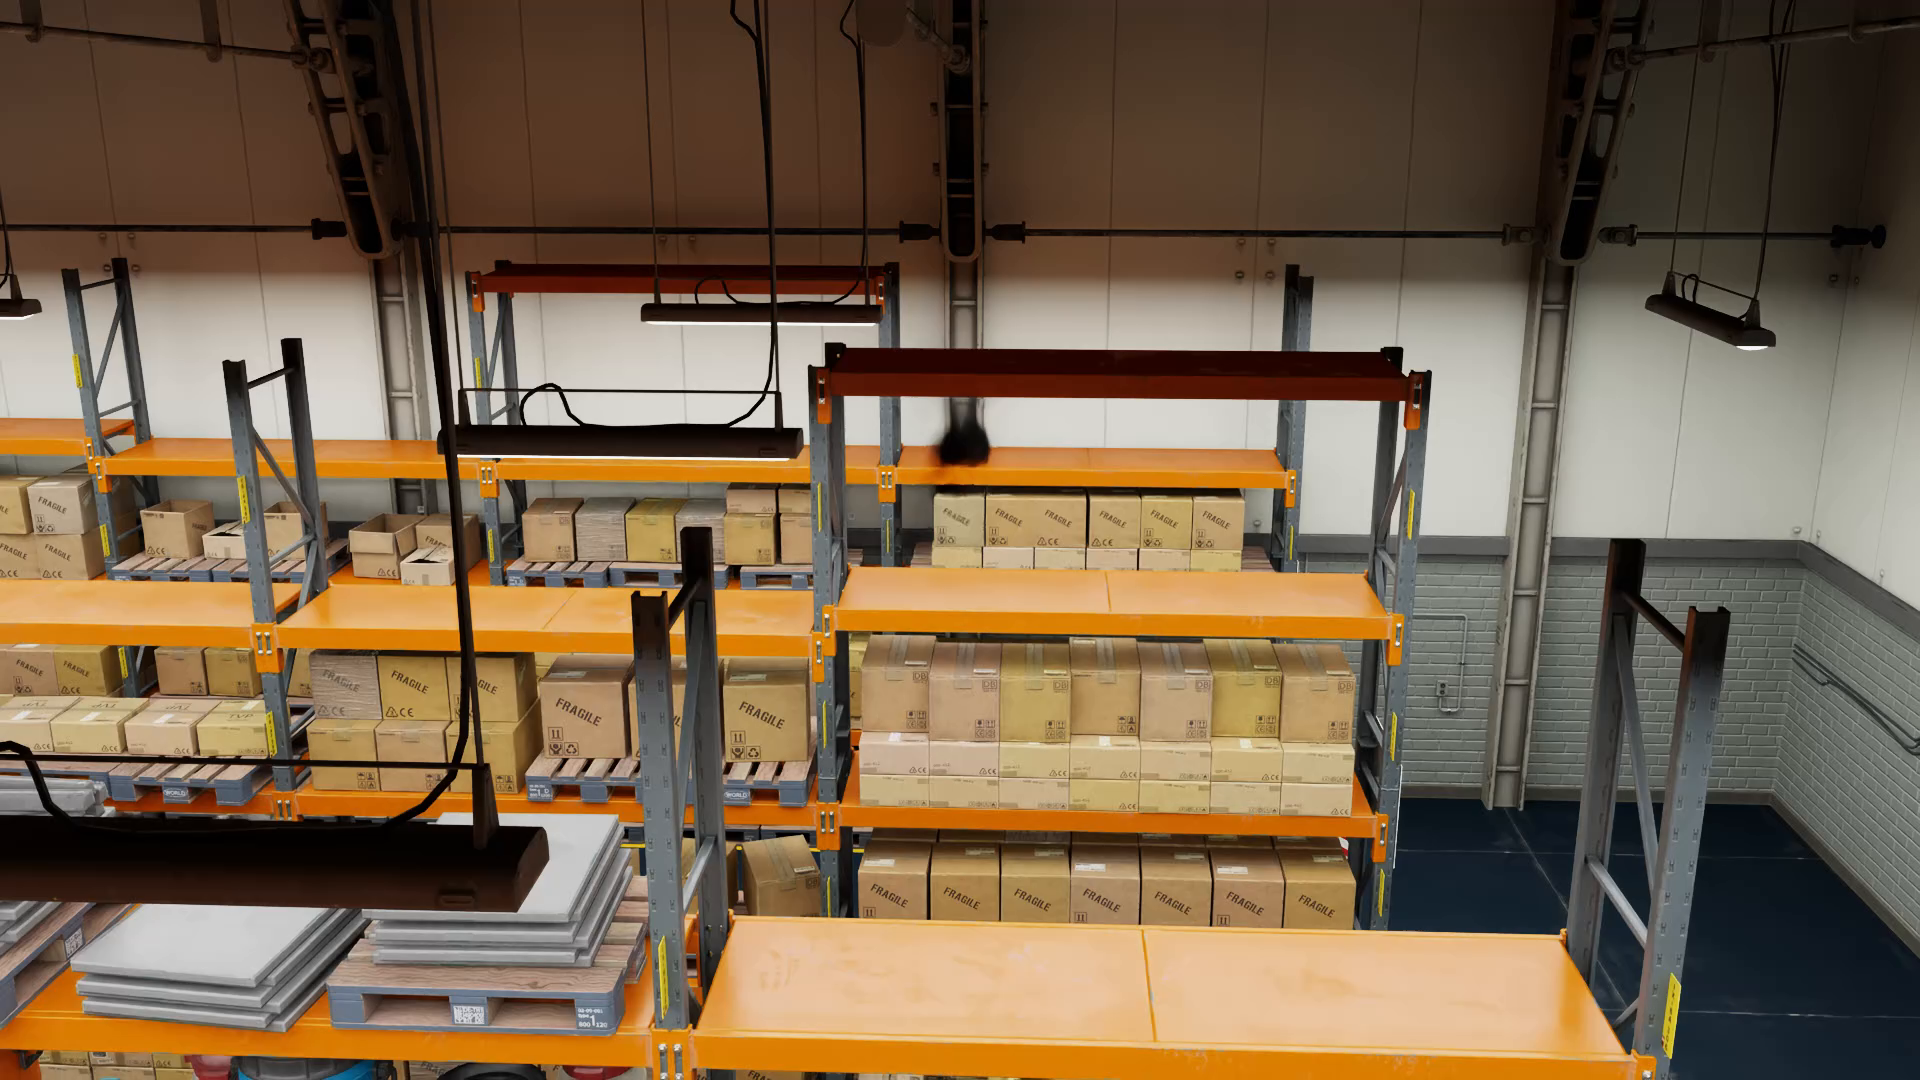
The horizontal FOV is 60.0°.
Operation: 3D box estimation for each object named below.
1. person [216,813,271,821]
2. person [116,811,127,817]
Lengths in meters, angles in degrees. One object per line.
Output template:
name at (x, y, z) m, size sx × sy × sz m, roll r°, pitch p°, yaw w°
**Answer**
person at (-6.942, 2.798, 16.167) m, size 0.774 × 1.536 × 0.520 m, roll -1°, pitch 16°, yaw -2°
person at (-7.296, 3.151, 14.848) m, size 0.566 × 1.641 × 0.552 m, roll -9°, pitch 19°, yaw -29°
